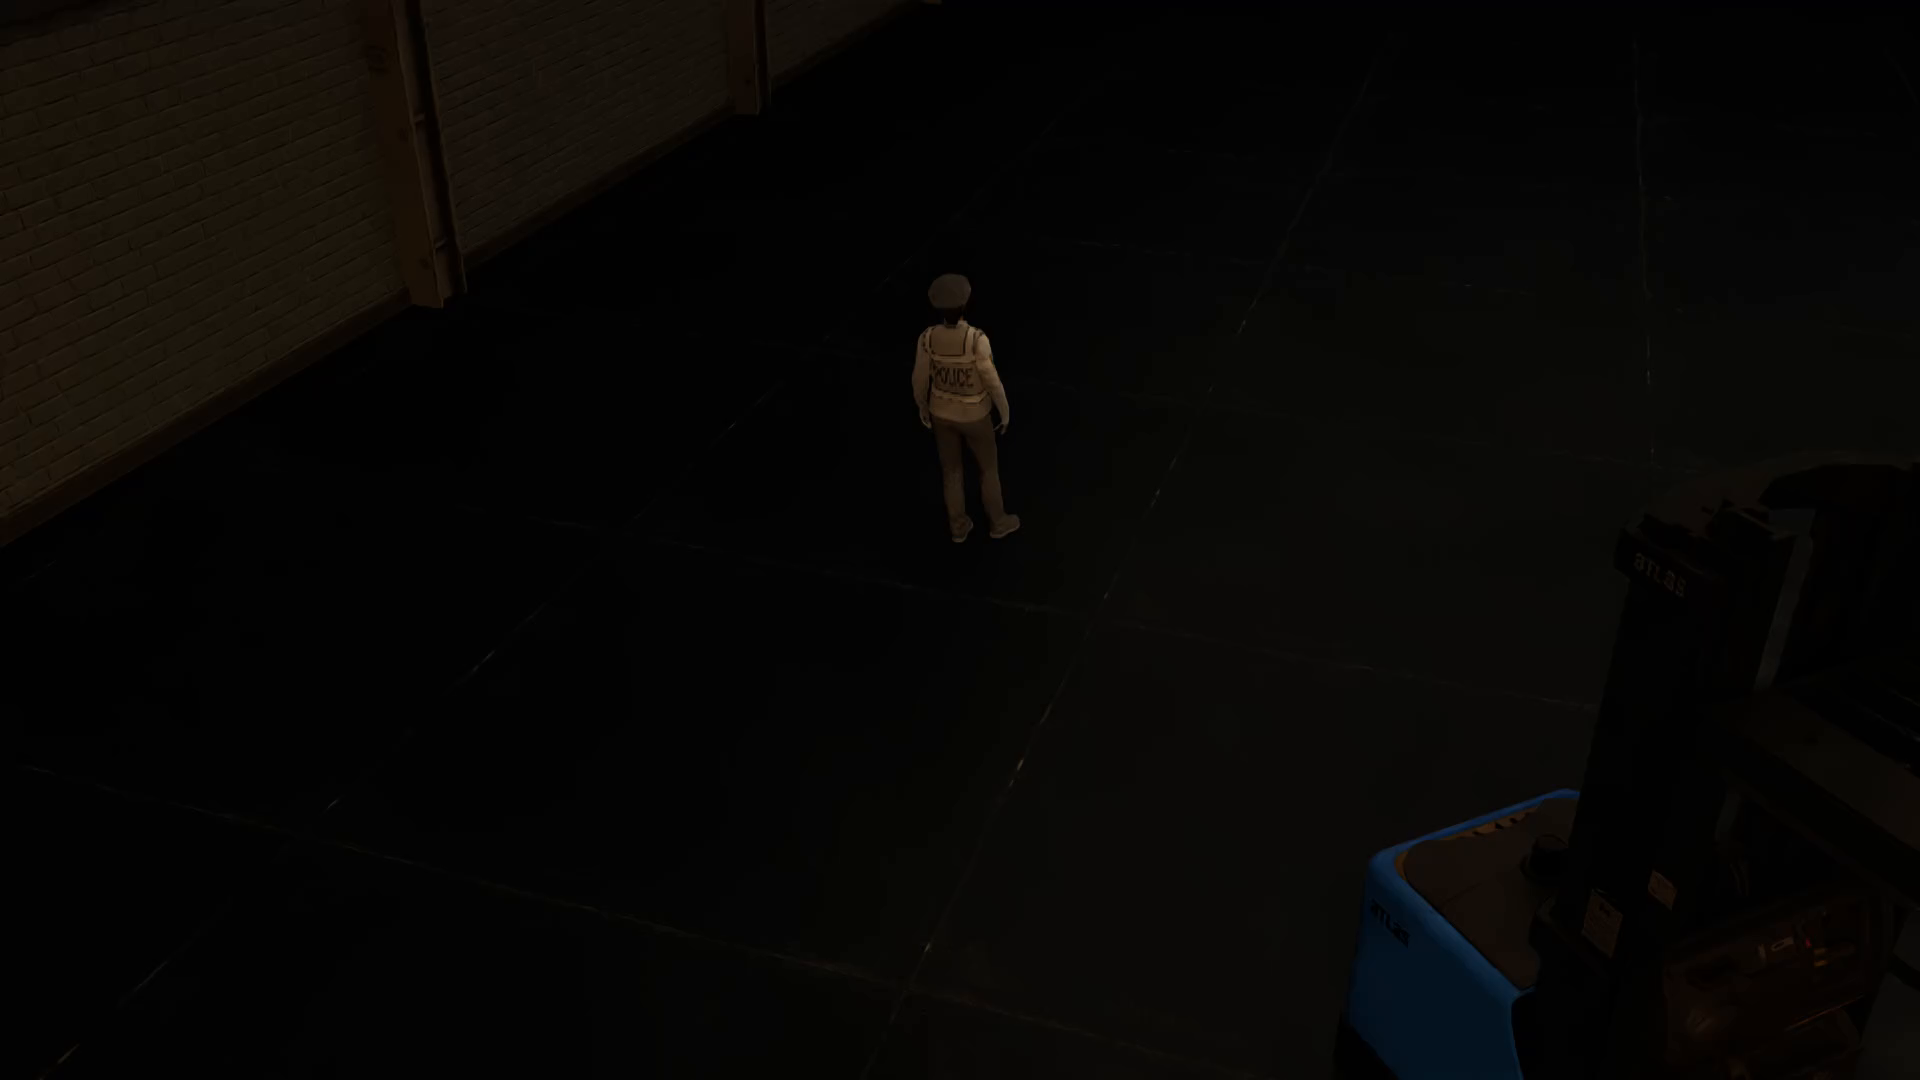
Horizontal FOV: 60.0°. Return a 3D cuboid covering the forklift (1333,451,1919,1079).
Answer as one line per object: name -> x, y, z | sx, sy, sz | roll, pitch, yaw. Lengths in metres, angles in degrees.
forklift -> 2.525, 1.345, 4.777 | 1.130, 2.935, 3.031 | -13, 32, -22

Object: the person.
person -> 0.029, -0.773, 9.726 | 0.586, 1.695, 0.532 | 10, 31, 16
